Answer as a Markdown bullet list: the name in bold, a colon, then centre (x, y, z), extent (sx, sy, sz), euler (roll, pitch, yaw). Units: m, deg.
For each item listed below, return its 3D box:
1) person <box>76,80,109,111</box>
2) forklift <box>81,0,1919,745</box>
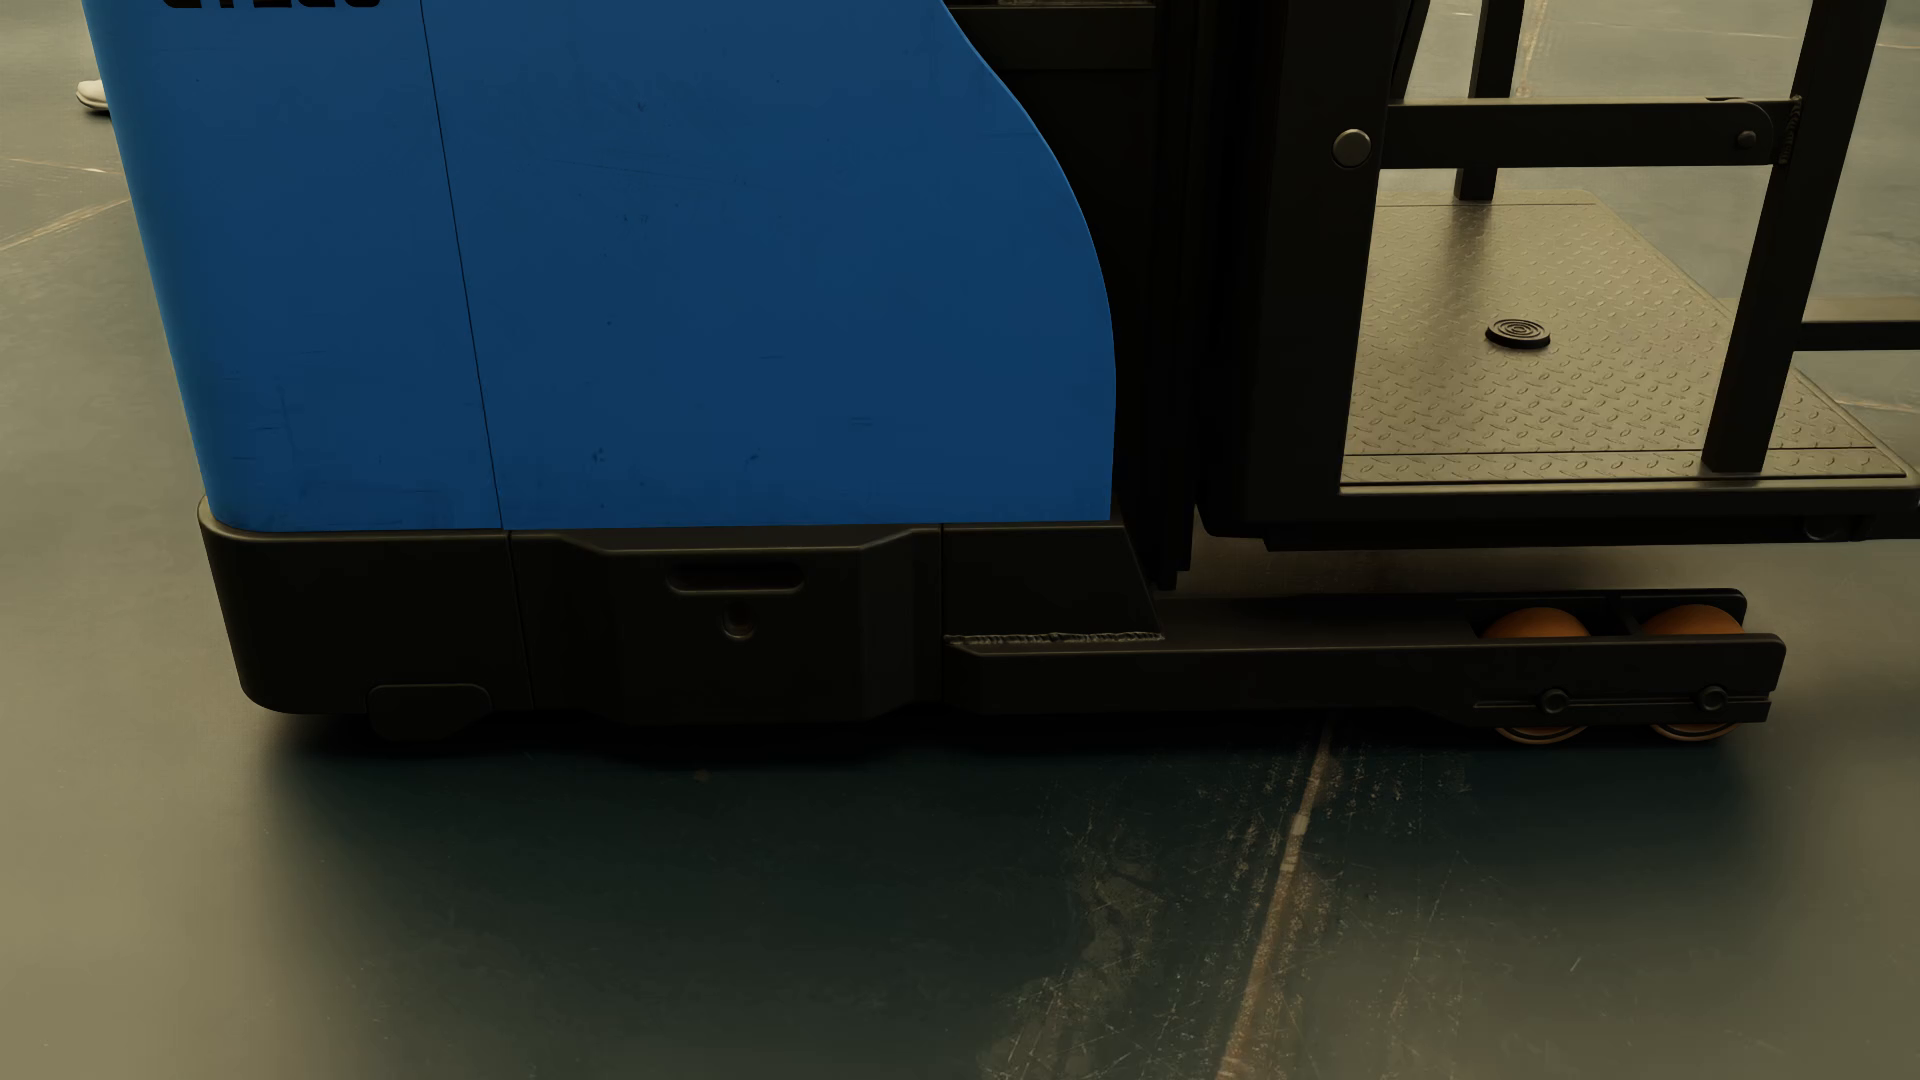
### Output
- **person**: centre (-2.251, -1.975, 4.168), extent (0.577, 1.776, 0.656), euler (12, 32, 19)
- **forklift**: centre (0.608, -1.285, 1.795), extent (3.031, 2.935, 1.130), euler (-1, 30, -2)
